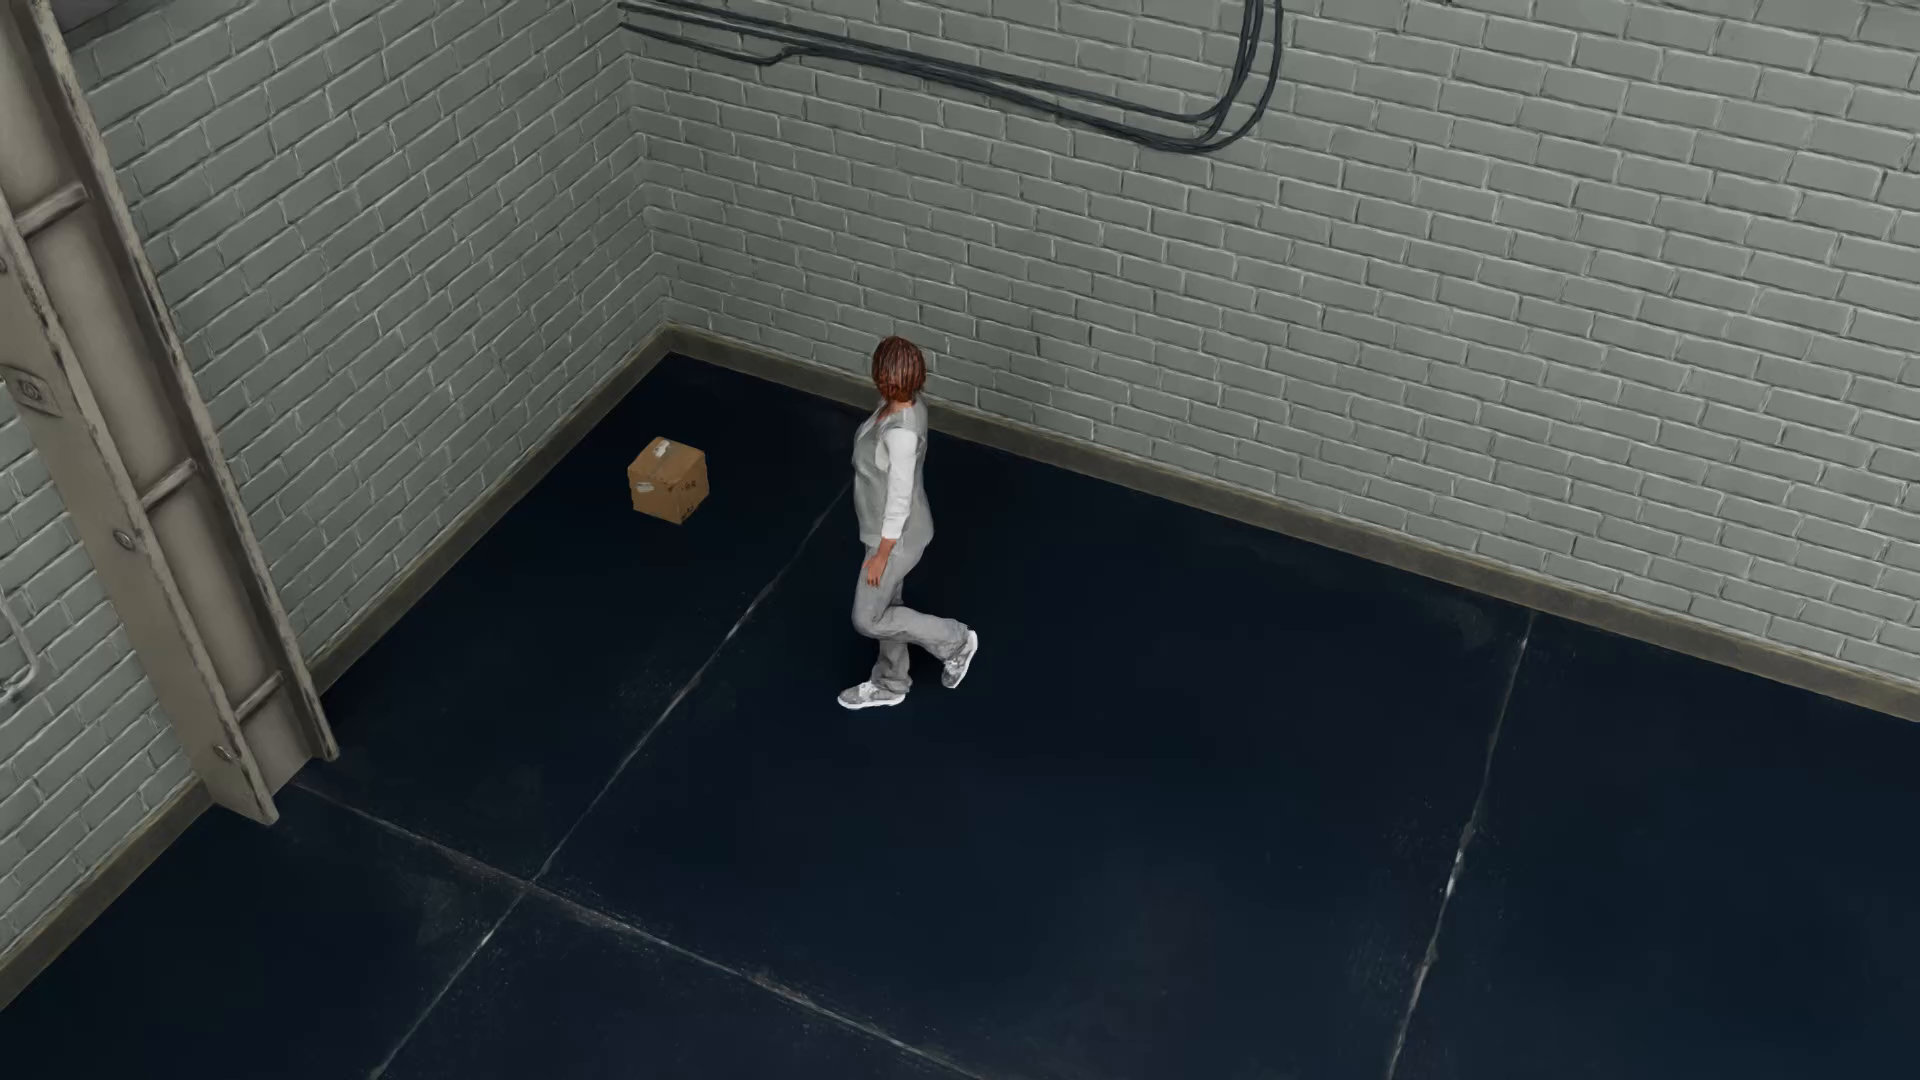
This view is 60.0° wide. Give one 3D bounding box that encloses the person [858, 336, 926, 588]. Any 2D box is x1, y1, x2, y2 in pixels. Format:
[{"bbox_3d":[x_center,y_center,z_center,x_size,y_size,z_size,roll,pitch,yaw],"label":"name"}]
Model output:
[{"bbox_3d":[-0.244,-0.261,6.018,0.273,0.932,0.466,-3,43,-4],"label":"person"}]
